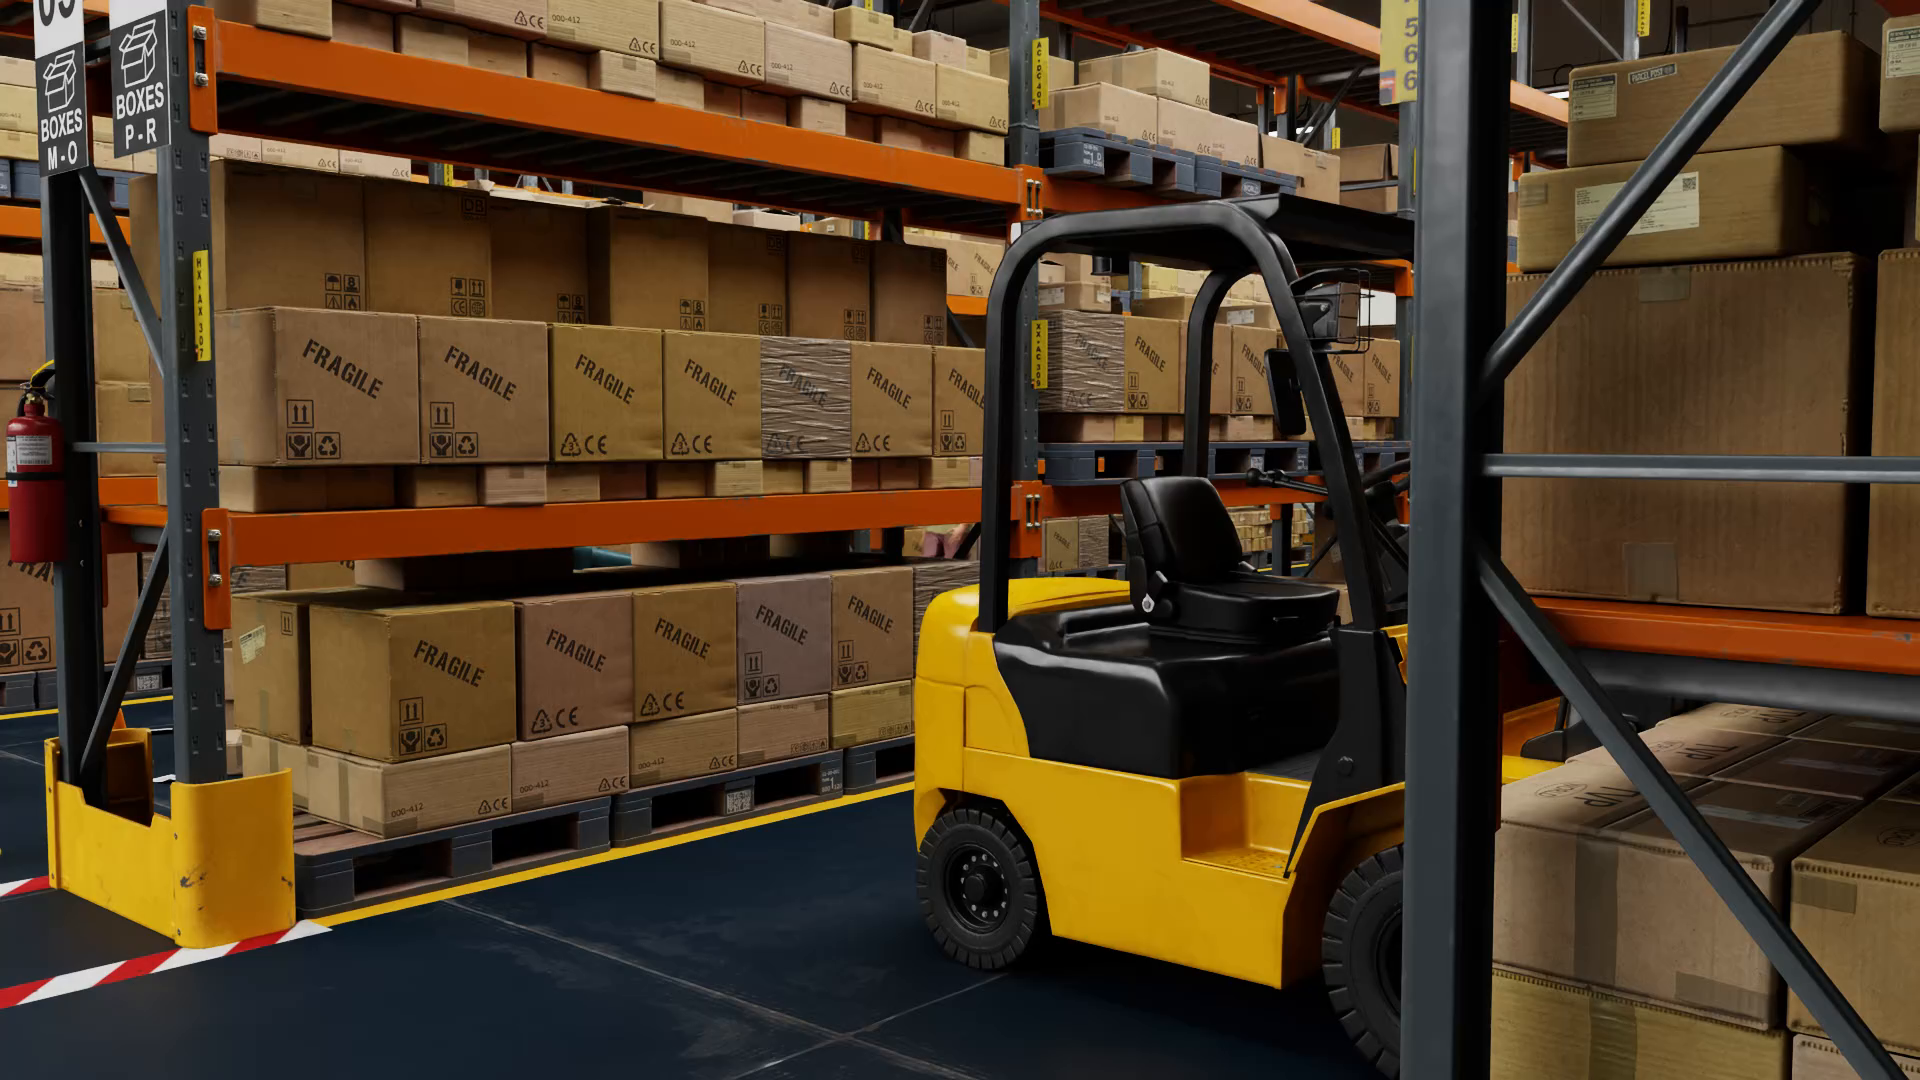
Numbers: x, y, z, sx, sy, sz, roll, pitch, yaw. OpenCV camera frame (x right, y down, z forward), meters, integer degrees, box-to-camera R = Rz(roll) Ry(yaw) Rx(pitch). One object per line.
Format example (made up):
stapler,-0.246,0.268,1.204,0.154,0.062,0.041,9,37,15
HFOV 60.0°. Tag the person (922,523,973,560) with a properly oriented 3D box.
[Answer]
person,-0.114,-0.020,11.599,0.497,1.691,0.539,3,4,35
